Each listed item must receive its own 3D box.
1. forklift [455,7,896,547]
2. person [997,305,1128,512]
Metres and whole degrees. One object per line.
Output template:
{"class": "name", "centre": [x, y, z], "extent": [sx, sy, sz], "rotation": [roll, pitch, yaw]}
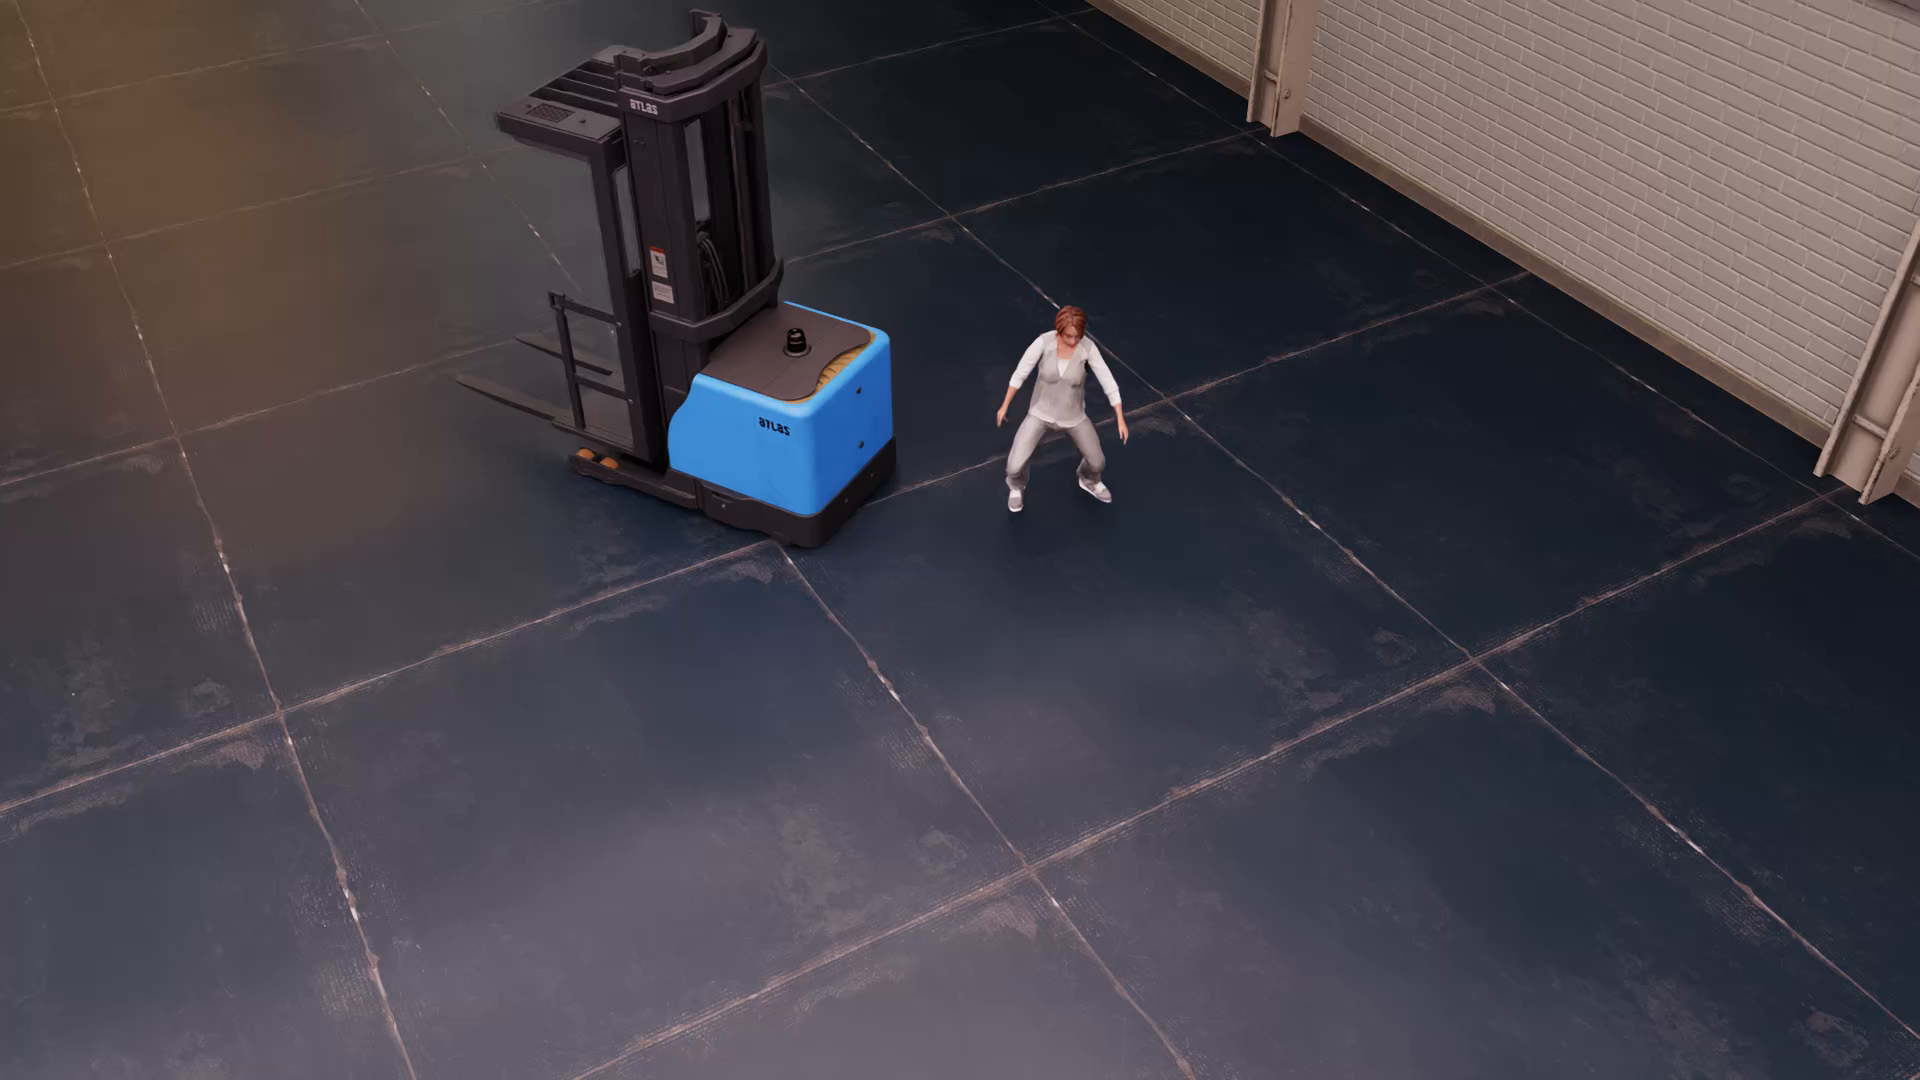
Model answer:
{"class": "forklift", "centre": [-1.953, -1.766, 10.166], "extent": [3.031, 2.935, 1.130], "rotation": [20, 44, 22]}
{"class": "person", "centre": [0.624, -0.762, 10.111], "extent": [0.803, 1.491, 0.580], "rotation": [4, 40, 5]}
